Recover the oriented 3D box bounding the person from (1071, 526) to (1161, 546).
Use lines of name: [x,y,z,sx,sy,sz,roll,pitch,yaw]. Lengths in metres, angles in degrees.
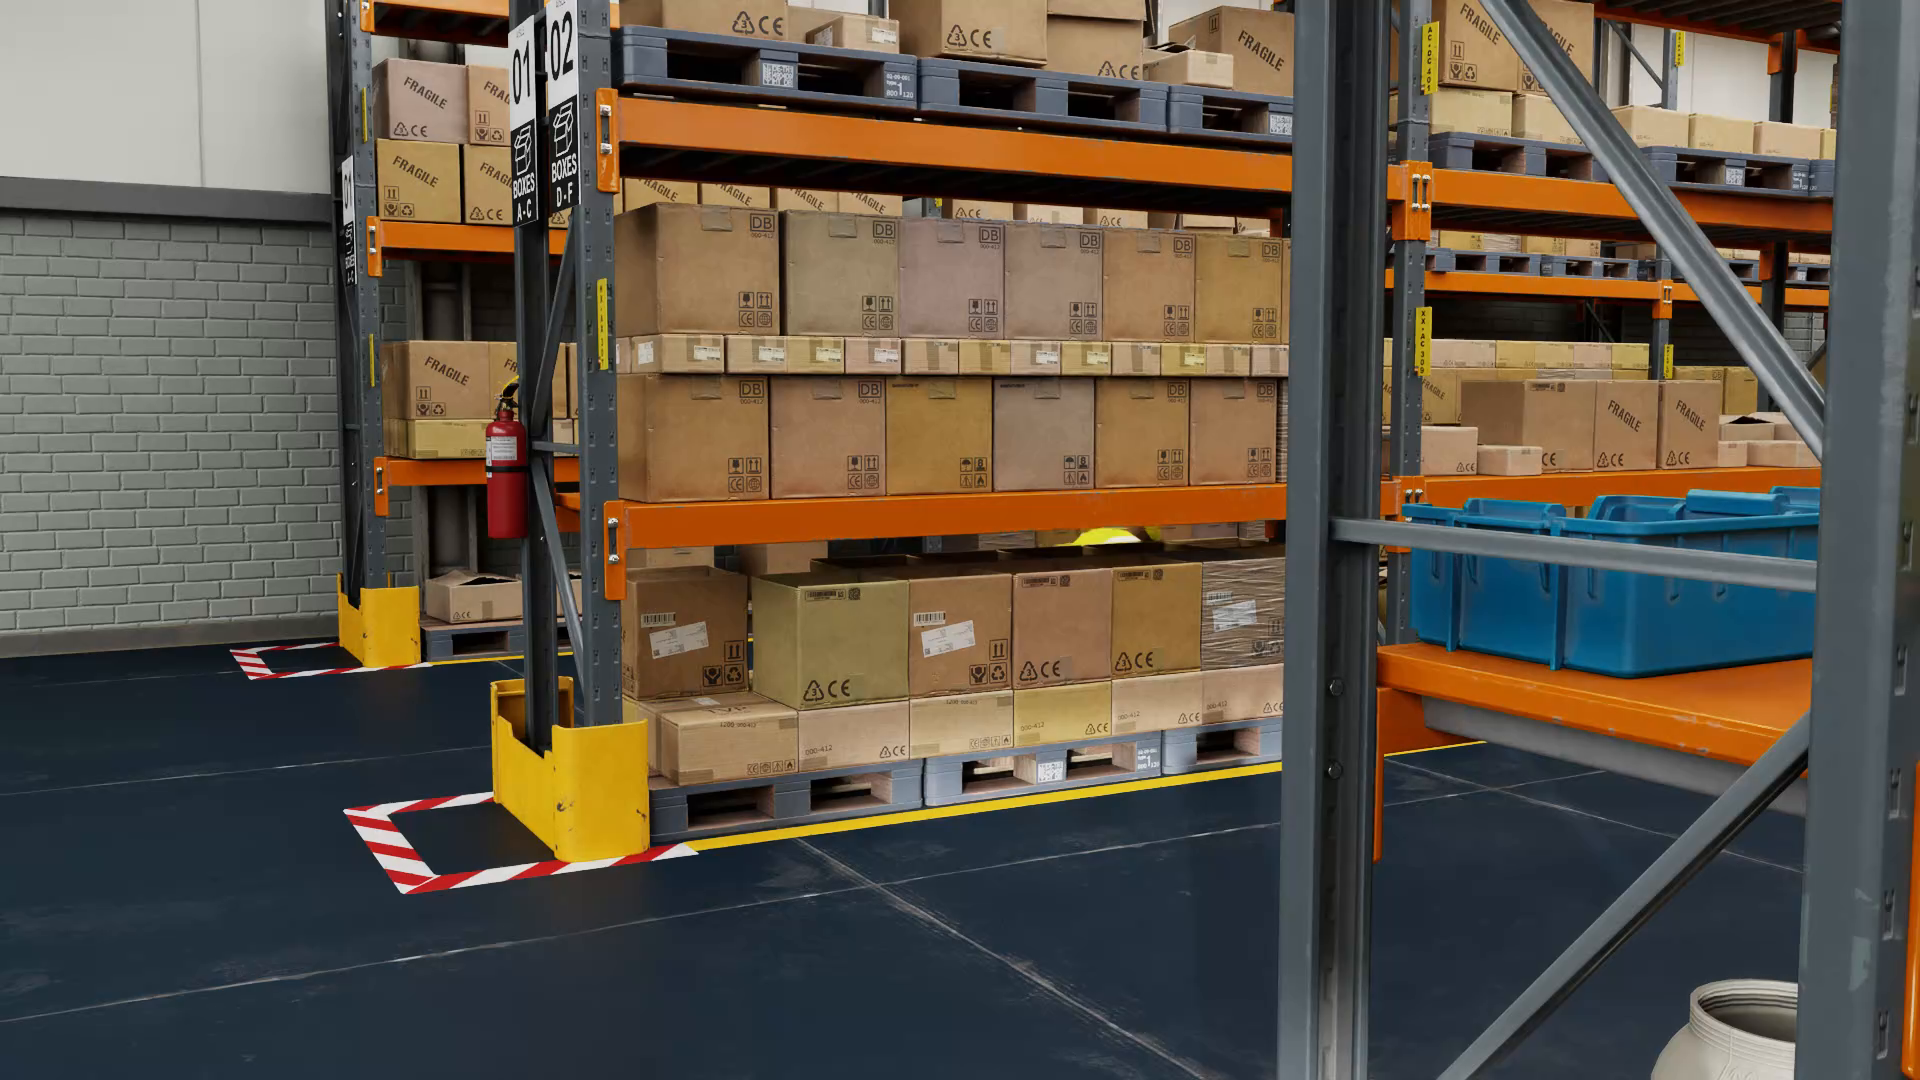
person: [0.853,0.348,10.099,0.890,0.995,0.585,-3,6,-29]
